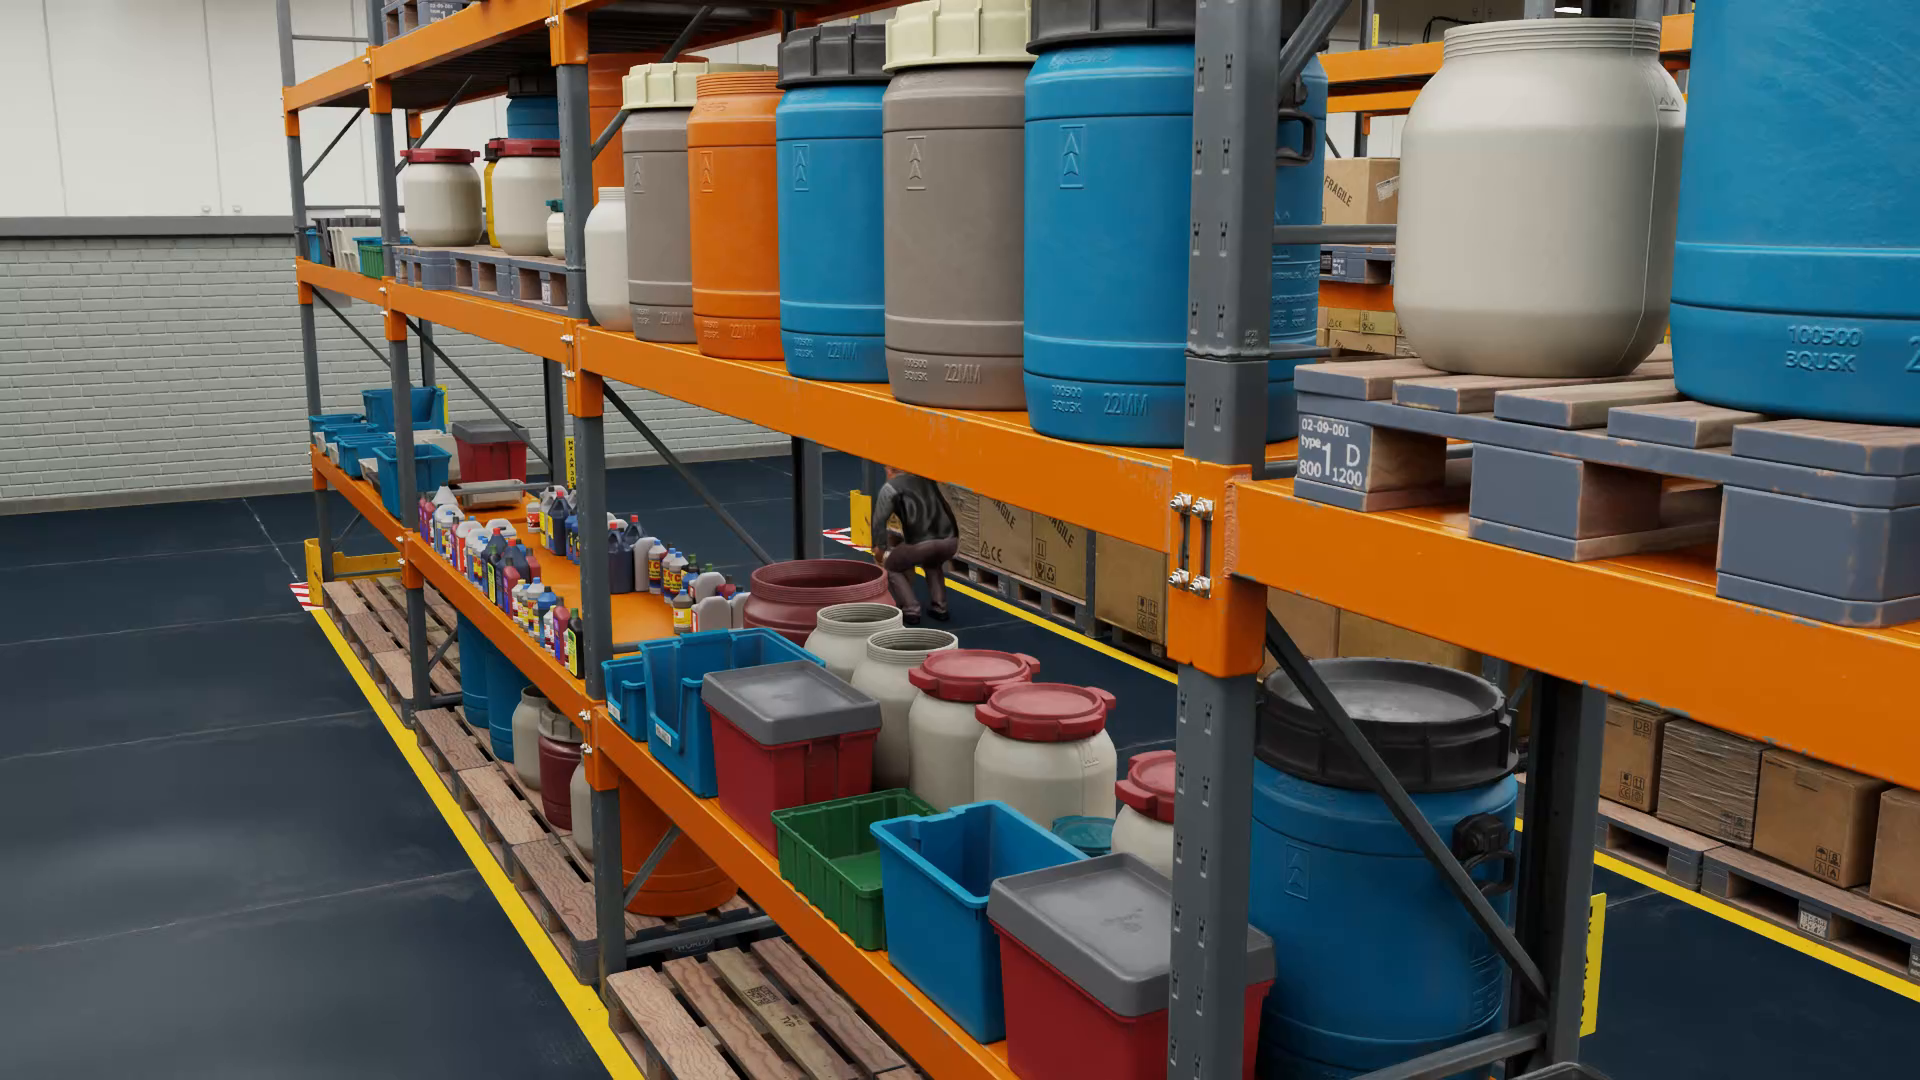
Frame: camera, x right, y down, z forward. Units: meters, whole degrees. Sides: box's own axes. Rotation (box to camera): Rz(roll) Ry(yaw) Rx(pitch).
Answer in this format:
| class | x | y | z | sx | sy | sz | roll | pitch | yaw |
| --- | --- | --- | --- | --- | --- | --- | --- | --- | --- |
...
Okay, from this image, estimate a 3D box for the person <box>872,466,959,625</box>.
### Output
| class | x | y | z | sx | sy | sz | roll | pitch | yaw |
| --- | --- | --- | --- | --- | --- | --- | --- | --- | --- |
| person | -0.363 | 0.008 | 13.132 | 0.586 | 1.260 | 0.779 | -6 | 13 | -28 |
